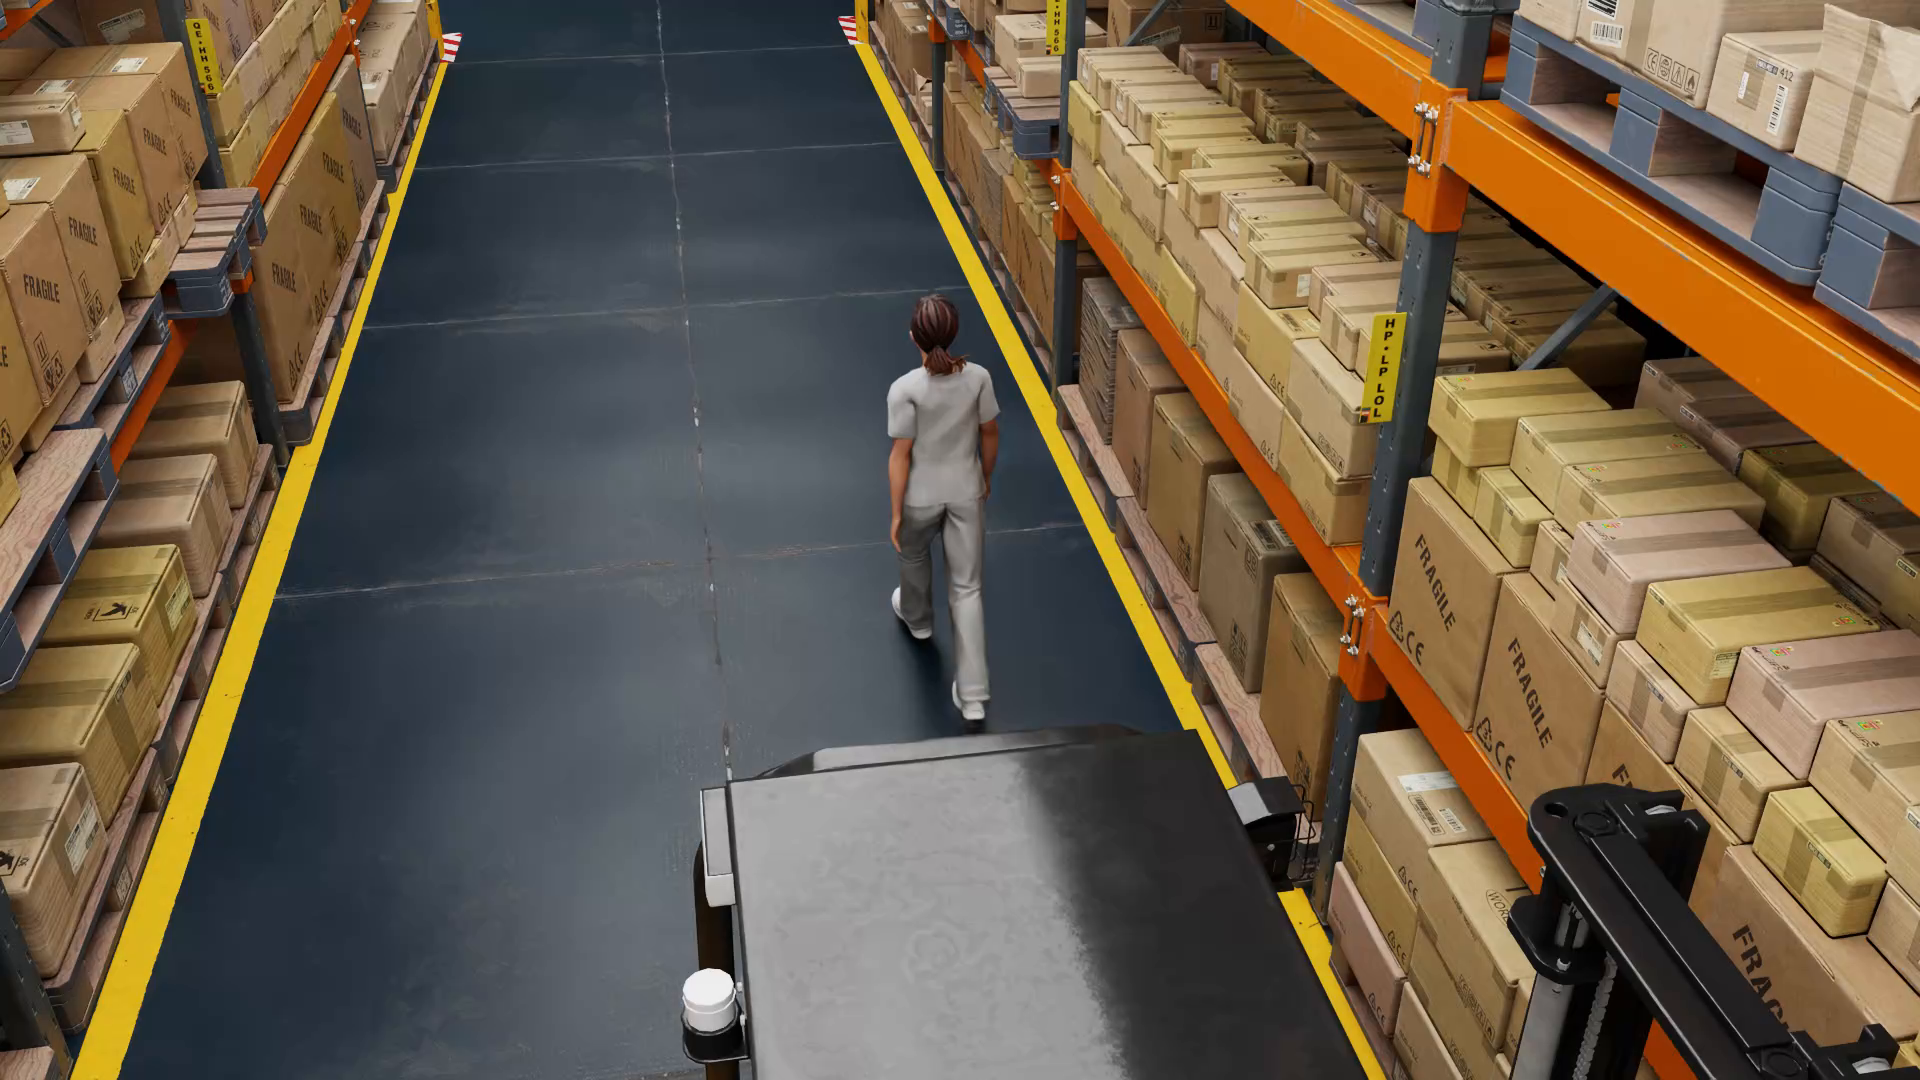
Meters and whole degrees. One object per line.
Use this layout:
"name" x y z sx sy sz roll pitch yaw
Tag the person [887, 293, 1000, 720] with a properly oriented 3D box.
"person" -0.060 -0.165 6.431 0.461 1.619 1.047 -6 31 -11
